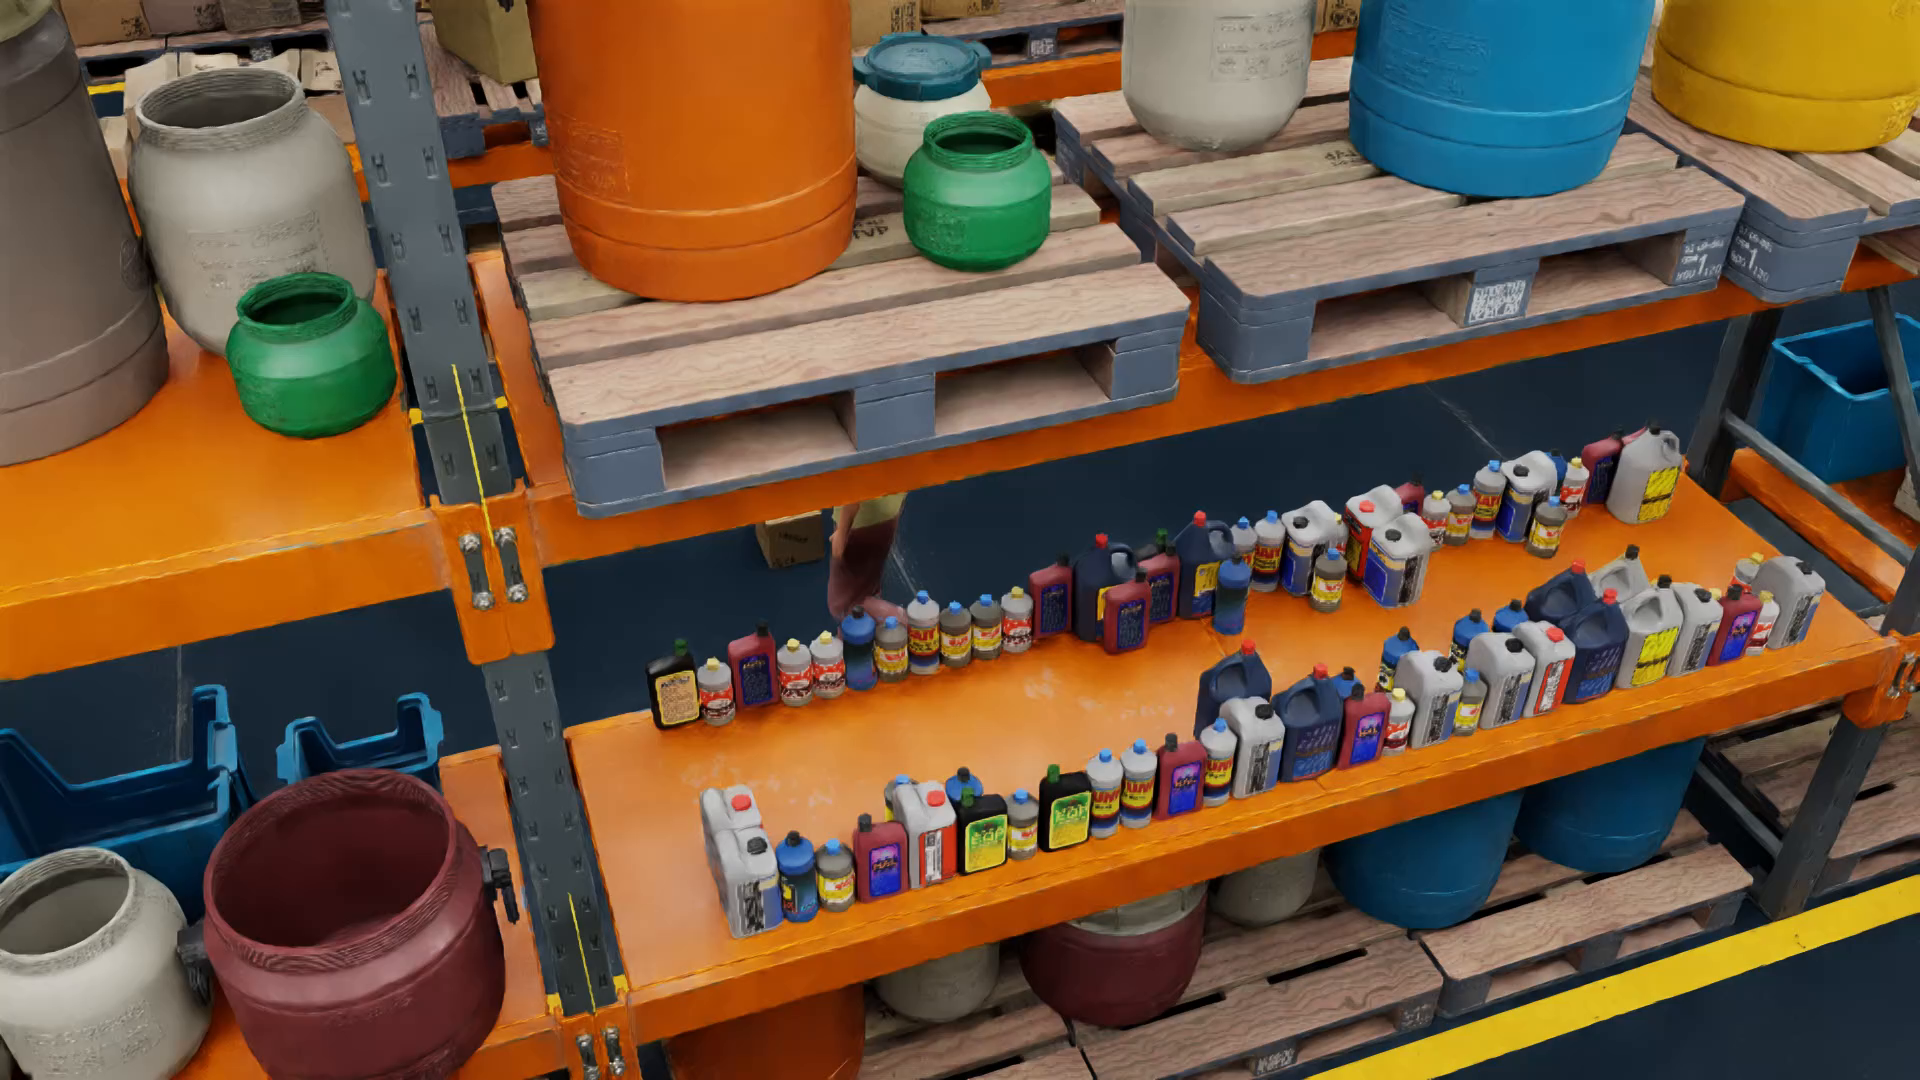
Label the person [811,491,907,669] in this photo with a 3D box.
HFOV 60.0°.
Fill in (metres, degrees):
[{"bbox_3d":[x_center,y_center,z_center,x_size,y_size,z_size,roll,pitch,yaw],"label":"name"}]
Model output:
[{"bbox_3d":[-0.289,-0.106,6.284,0.683,1.655,0.498,7,38,8],"label":"person"}]
